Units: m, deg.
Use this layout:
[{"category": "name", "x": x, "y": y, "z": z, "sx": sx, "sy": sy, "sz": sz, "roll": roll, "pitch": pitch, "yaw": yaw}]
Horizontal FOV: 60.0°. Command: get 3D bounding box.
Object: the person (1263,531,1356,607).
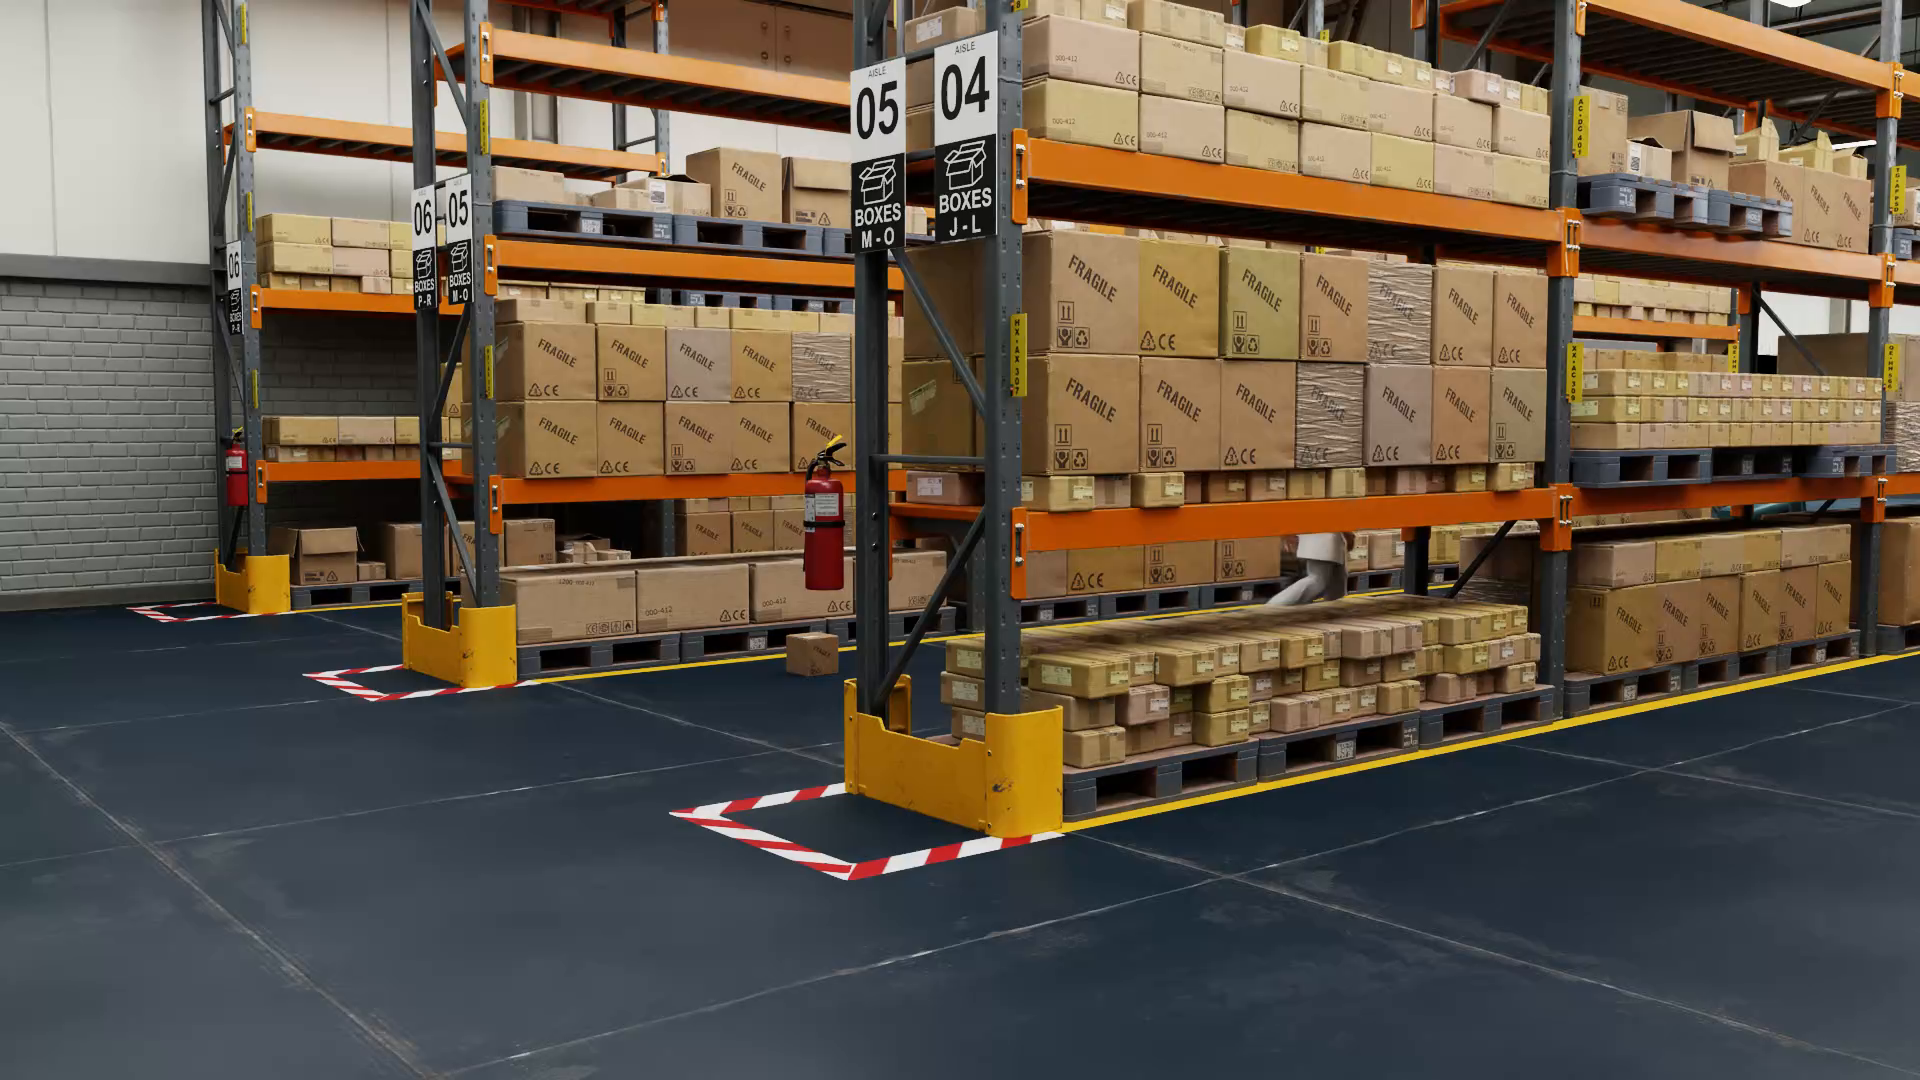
[{"category": "person", "x": 2.575, "y": -0.086, "z": 12.061, "sx": 1.017, "sy": 1.739, "sz": 0.580, "roll": -1, "pitch": 4, "yaw": -14}]
